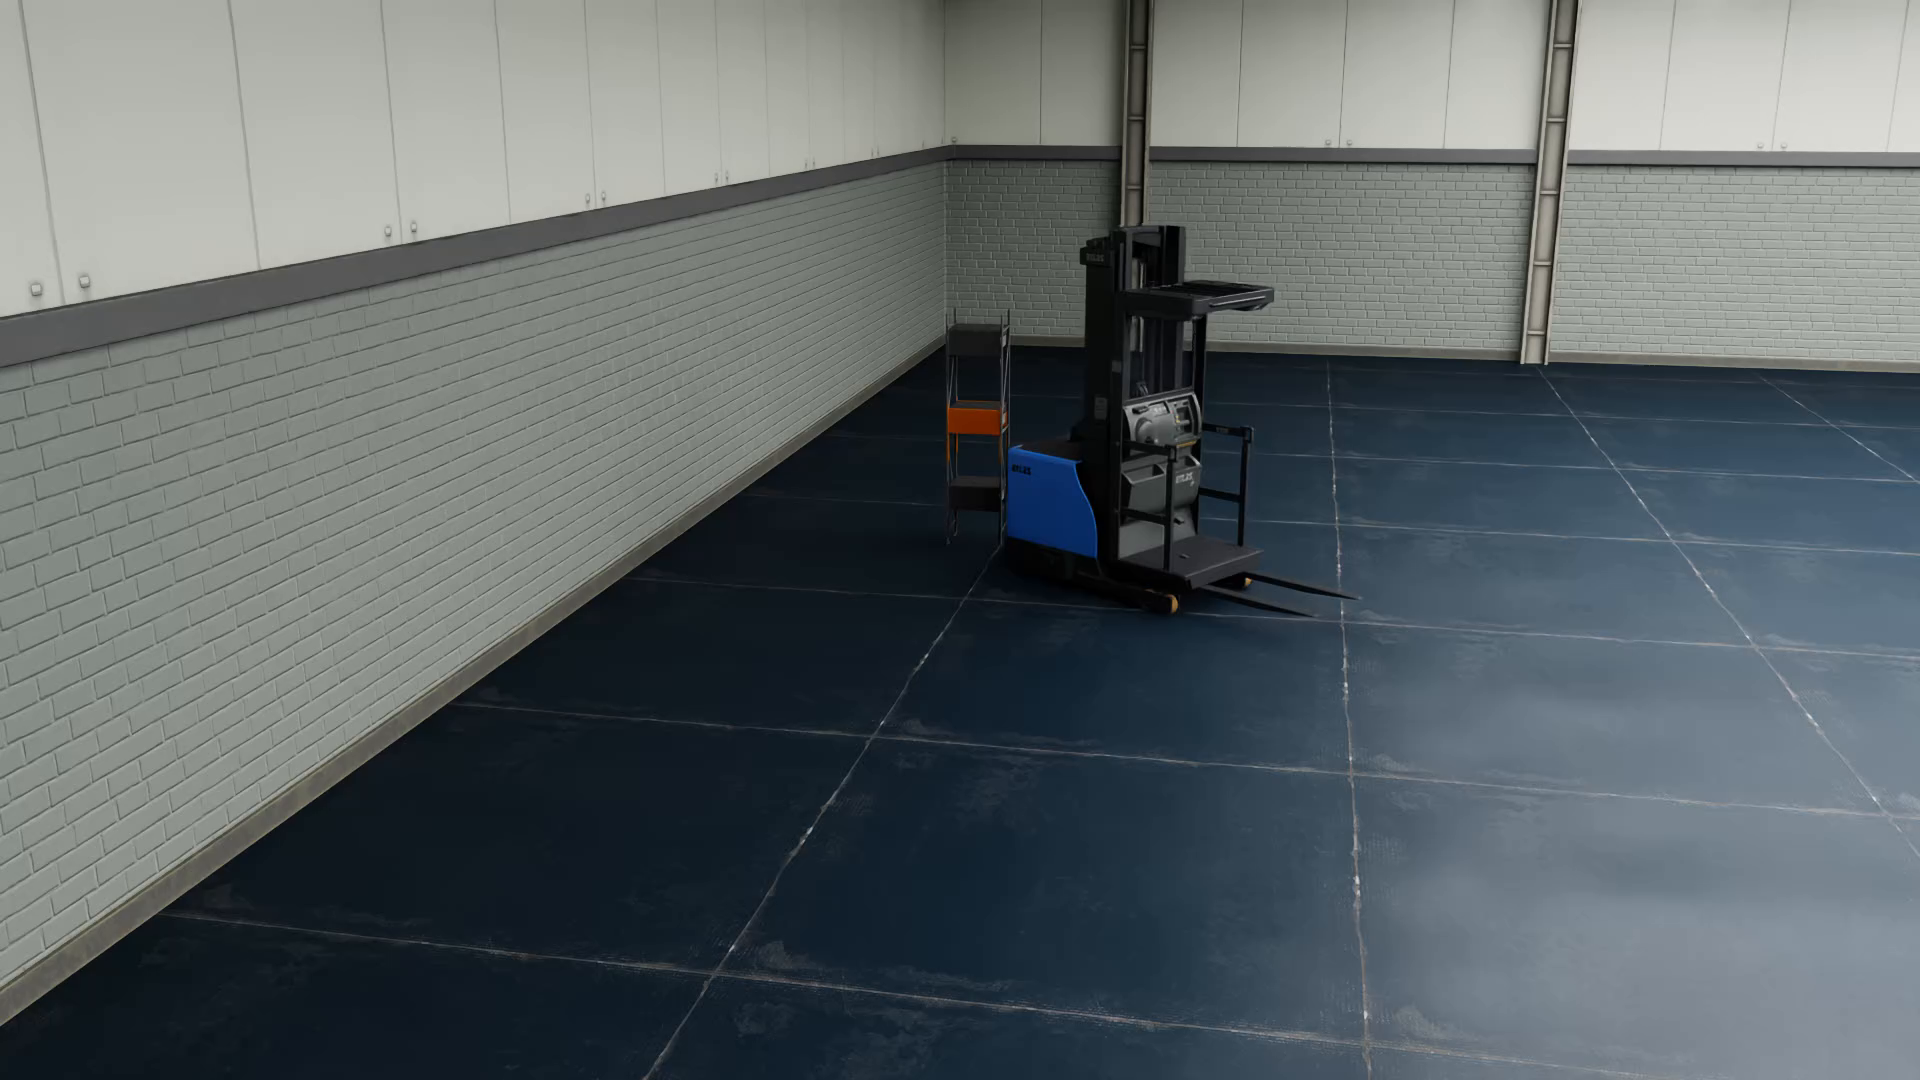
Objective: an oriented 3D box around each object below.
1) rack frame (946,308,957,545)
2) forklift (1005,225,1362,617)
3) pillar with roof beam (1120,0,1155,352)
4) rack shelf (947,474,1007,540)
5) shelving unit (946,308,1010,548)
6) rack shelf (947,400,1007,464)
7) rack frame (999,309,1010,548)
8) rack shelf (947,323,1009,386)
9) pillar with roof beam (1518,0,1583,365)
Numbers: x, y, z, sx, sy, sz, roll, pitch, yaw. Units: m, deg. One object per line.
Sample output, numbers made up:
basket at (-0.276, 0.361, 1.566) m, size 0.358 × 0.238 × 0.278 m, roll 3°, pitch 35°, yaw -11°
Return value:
rack frame at (-0.077, -1.016, 14.985) m, size 0.015 × 2.100 × 0.400 m, roll 3°, pitch 16°, yaw 11°
forklift at (1.788, -0.976, 13.284) m, size 3.031 × 2.935 × 1.130 m, roll 15°, pitch 21°, yaw 43°
pillar with roof beam at (1.808, -6.179, 20.698) m, size 0.400 × 9.000 × 9.100 m, roll 3°, pitch 16°, yaw 11°
rack shelf at (0.162, -0.315, 15.128) m, size 0.480 × 0.518 × 0.431 m, roll 3°, pitch 16°, yaw 11°
shelving unit at (0.162, -1.003, 14.938) m, size 0.503 × 2.100 × 0.431 m, roll 3°, pitch 16°, yaw 11°
rack shelf at (0.162, -0.990, 14.942) m, size 0.480 × 0.518 × 0.431 m, roll 3°, pitch 16°, yaw 11°
rack frame at (0.401, -0.990, 14.891) m, size 0.015 × 2.100 × 0.400 m, roll 3°, pitch 16°, yaw 11°
rack shelf at (0.162, -1.665, 14.755) m, size 0.480 × 0.518 × 0.431 m, roll 3°, pitch 16°, yaw 11°
pillar with roof beam at (7.688, -5.859, 19.546) m, size 0.400 × 9.000 × 9.100 m, roll 3°, pitch 16°, yaw 11°
